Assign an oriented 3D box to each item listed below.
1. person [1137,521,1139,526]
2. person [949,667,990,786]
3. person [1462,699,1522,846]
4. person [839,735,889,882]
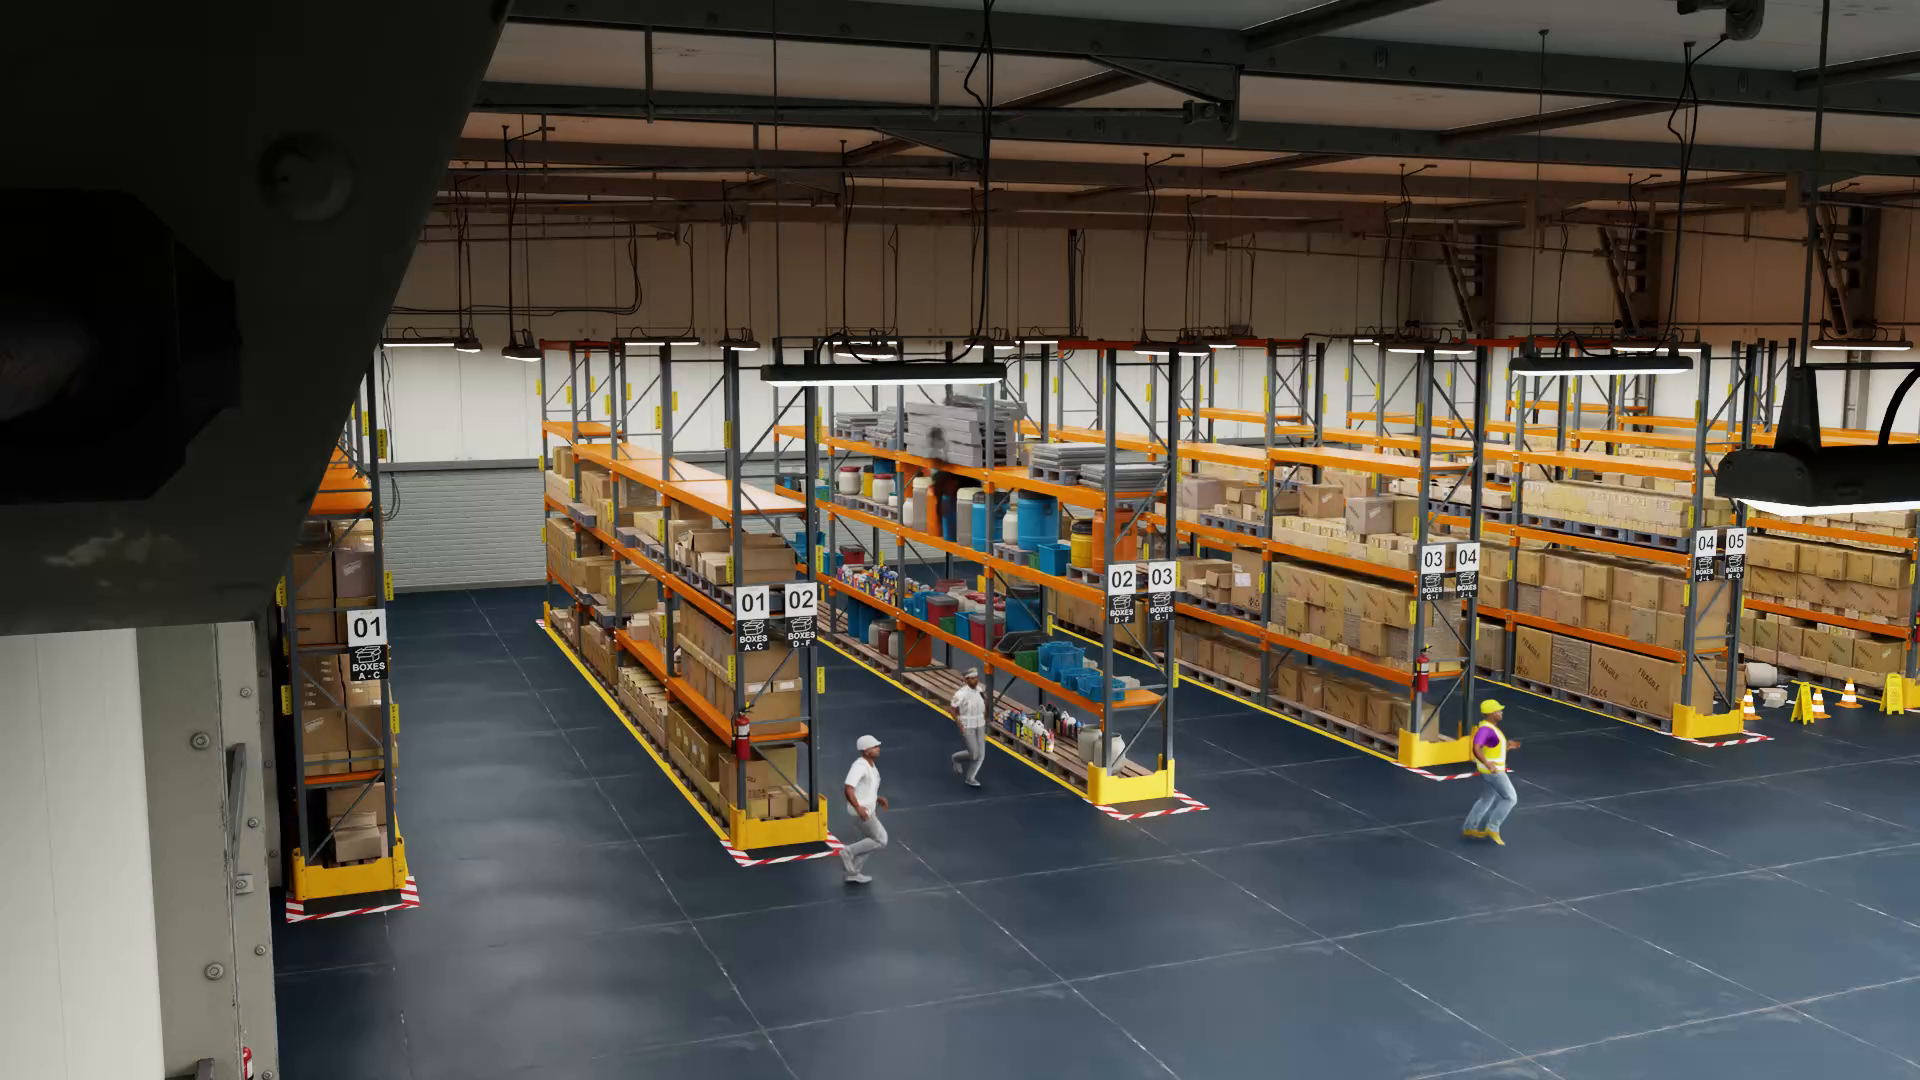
[{"bbox_3d":[4.074,0.362,39.618,0.687,1.670,0.610,1,7,5],"label":"person"},{"bbox_3d":[0.156,2.554,22.833,0.557,1.649,0.561,-6,9,-37],"label":"person"},{"bbox_3d":[6.515,2.837,20.292,0.689,1.802,0.675,1,7,8],"label":"person"},{"bbox_3d":[-1.077,3.047,18.878,0.529,1.692,0.661,0,7,3],"label":"person"}]
